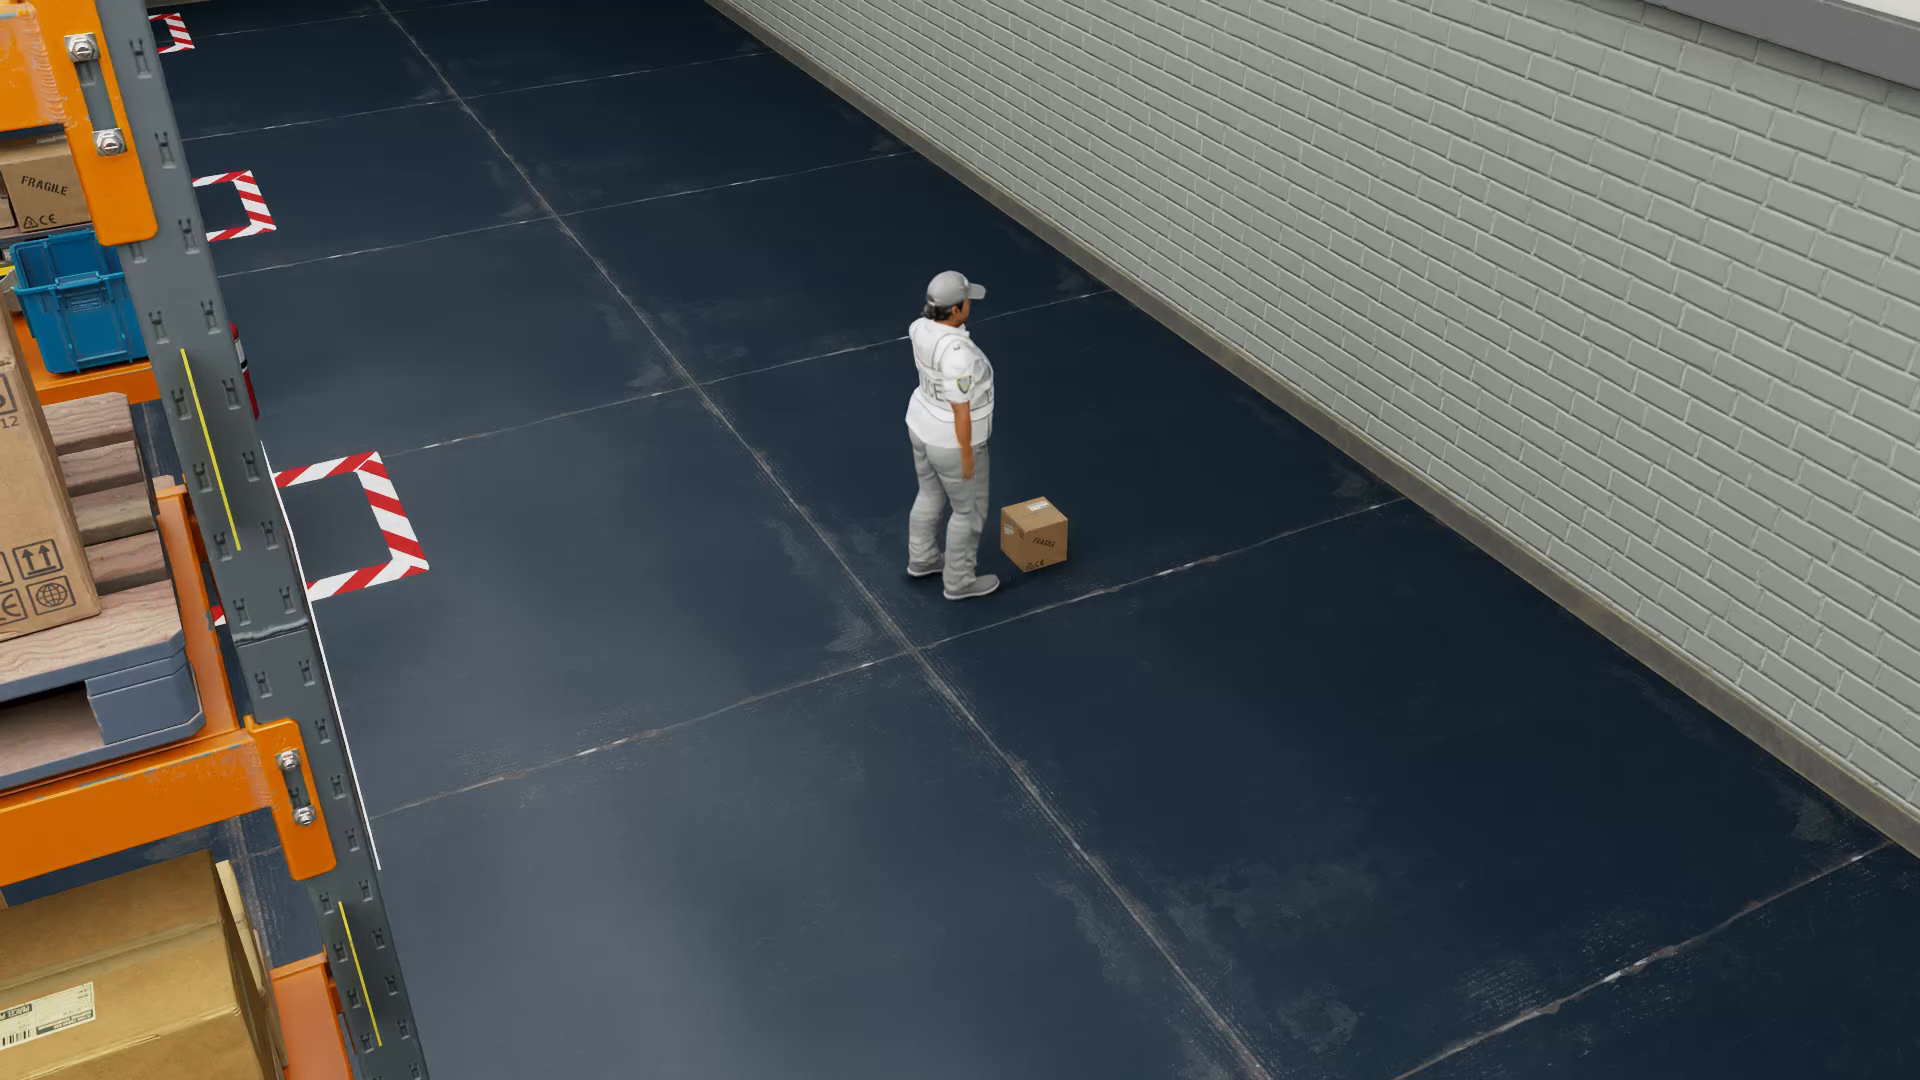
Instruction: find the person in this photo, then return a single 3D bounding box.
[{"bbox_3d":[-0.040,-0.496,7.904,0.393,1.672,0.472,-15,36,-22],"label":"person"}]
